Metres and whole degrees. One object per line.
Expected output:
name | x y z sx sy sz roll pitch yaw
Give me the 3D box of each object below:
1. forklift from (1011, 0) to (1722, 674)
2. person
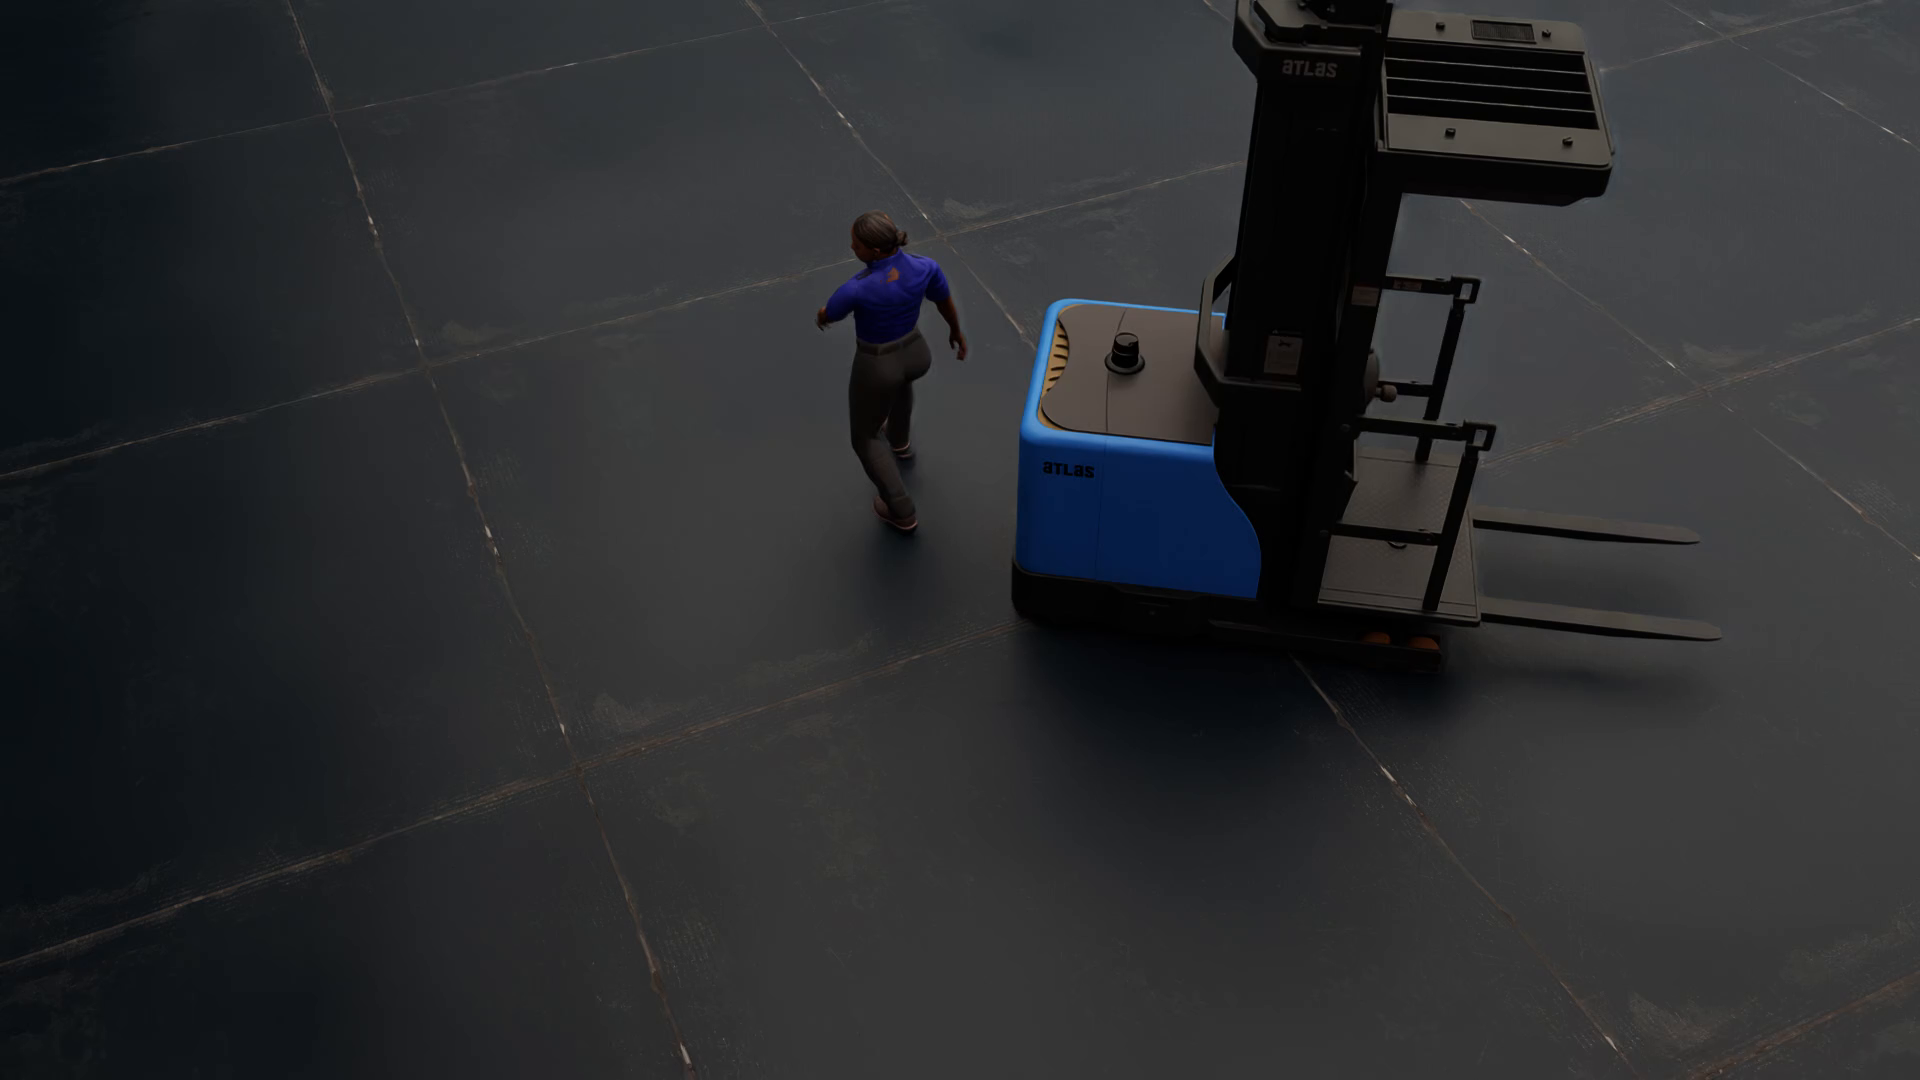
forklift | 1.795 -0.885 6.629 3.031 2.935 1.130 7 43 7
person | -0.308 -0.889 7.640 0.663 1.589 0.769 -28 50 -27
